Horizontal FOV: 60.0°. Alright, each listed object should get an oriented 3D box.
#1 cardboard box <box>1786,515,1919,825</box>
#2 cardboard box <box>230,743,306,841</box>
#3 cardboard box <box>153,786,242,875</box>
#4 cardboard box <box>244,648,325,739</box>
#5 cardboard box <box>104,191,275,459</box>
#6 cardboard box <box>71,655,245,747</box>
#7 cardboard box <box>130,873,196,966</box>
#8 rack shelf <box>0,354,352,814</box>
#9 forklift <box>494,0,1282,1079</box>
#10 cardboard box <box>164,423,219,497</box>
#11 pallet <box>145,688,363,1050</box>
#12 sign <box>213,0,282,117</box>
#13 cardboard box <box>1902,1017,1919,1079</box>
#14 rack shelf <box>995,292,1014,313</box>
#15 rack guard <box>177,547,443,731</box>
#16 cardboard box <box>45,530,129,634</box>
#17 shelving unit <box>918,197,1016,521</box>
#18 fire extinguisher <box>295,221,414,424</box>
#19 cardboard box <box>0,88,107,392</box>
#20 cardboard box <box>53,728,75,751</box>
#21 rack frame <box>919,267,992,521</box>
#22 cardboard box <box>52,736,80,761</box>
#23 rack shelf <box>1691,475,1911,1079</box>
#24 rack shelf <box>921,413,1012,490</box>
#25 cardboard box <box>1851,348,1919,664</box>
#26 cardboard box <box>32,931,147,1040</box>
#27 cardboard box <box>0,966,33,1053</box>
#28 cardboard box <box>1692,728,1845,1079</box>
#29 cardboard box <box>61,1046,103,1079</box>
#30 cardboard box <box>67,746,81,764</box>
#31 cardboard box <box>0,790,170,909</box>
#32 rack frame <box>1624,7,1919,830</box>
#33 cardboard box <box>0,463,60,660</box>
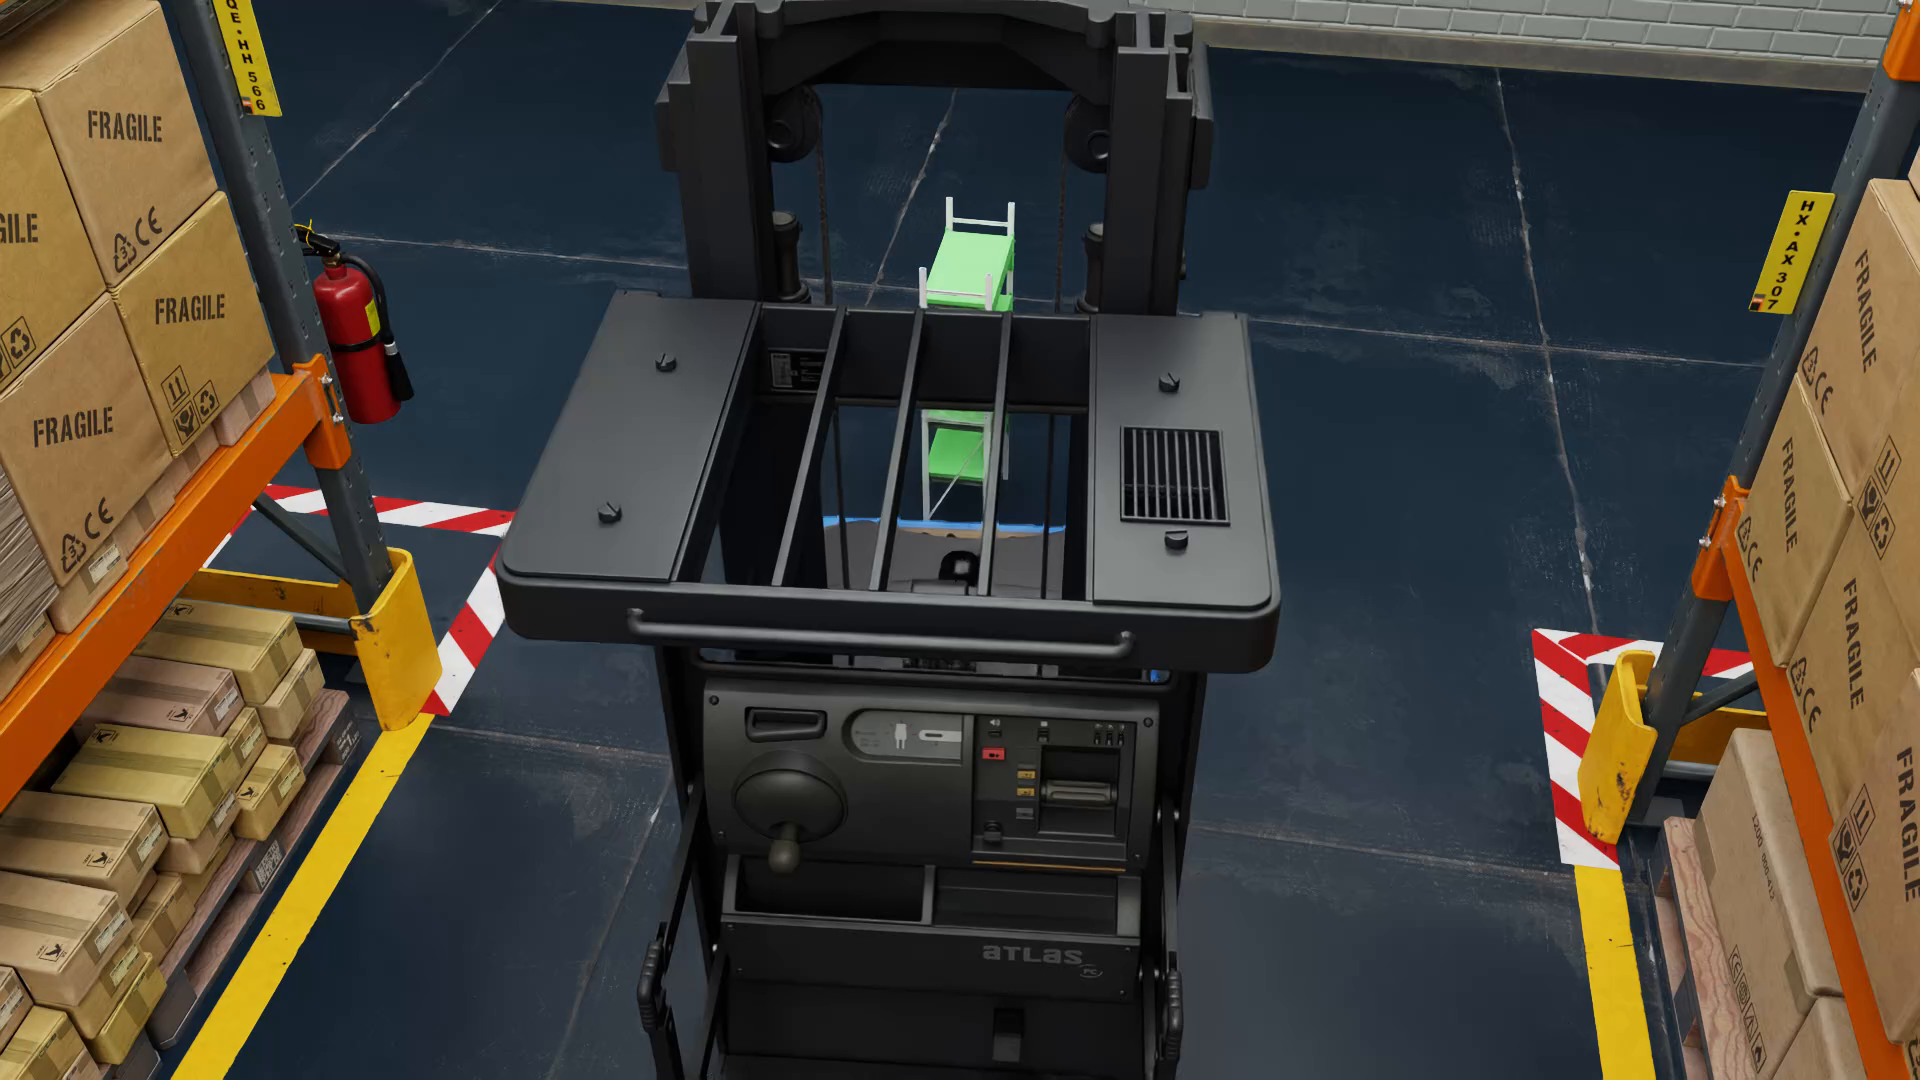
[{"bbox_3d":[2.110,0.295,3.460,0.500,0.500,0.500,6,40,7],"label":"cardboard box"},{"bbox_3d":[-2.187,0.724,4.928,0.380,0.149,0.250,8,40,9],"label":"cardboard box"},{"bbox_3d":[-2.255,0.773,4.636,0.380,0.149,0.250,5,40,6],"label":"cardboard box"},{"bbox_3d":[-2.167,0.446,5.031,0.380,0.149,0.250,5,40,6],"label":"cardboard box"},{"bbox_3d":[-2.181,-0.581,4.287,0.500,0.500,0.500,7,40,9],"label":"cardboard box"},{"bbox_3d":[-2.299,0.480,4.756,0.380,0.149,0.250,7,40,9],"label":"cardboard box"},{"bbox_3d":[-2.348,1.037,4.550,0.380,0.149,0.250,7,40,8],"label":"cardboard box"},{"bbox_3d":[-2.703,0.794,3.500,1.077,0.370,4.000,6,40,8],"label":"rack shelf"},{"bbox_3d":[-0.076,0.578,3.251,1.130,2.935,3.031,3,40,3],"label":"forklift"},{"bbox_3d":[-2.215,-0.254,4.400,0.380,0.149,0.250,6,40,8],"label":"cardboard box"},{"bbox_3d":[-2.545,0.890,5.008,1.003,0.211,1.213,6,40,8],"label":"pallet"},{"bbox_3d":[-1.814,-1.233,4.231,0.100,0.325,0.005,6,40,8],"label":"sign"},{"bbox_3d":[1.934,0.929,2.694,0.500,0.500,0.500,8,40,9],"label":"cardboard box"},{"bbox_3d":[0.029,-0.702,5.881,0.258,0.148,0.480,6,40,8],"label":"rack shelf"},{"bbox_3d":[-2.370,0.272,5.528,1.175,0.500,0.348,6,40,8],"label":"rack guard"},{"bbox_3d":[-2.265,0.068,4.011,0.380,0.149,0.250,7,40,9],"label":"cardboard box"},{"bbox_3d":[0.029,-0.566,5.993,0.258,1.200,0.503,6,40,8],"label":"shelving unit"},{"bbox_3d":[-1.859,-0.672,5.063,0.296,0.674,0.183,6,40,8],"label":"fire extinguisher"},{"bbox_3d":[-2.279,-0.645,3.579,0.500,0.500,0.500,5,40,6],"label":"cardboard box"},{"bbox_3d":[-2.711,0.447,4.797,0.380,0.149,0.250,7,40,8],"label":"cardboard box"},{"bbox_3d":[-0.014,-0.413,5.808,0.240,1.200,0.015,6,40,8],"label":"rack frame"},{"bbox_3d":[-2.803,0.550,4.905,0.380,0.149,0.250,6,40,7],"label":"cardboard box"},{"bbox_3d":[2.190,1.276,2.917,1.077,0.370,4.000,6,40,8],"label":"rack shelf"},{"bbox_3d":[0.029,-0.332,6.187,0.258,0.148,0.480,6,40,8],"label":"rack shelf"},{"bbox_3d":[2.090,-0.085,3.136,0.500,0.500,0.500,5,40,6],"label":"cardboard box"},{"bbox_3d":[-2.332,1.099,4.241,0.380,0.149,0.250,7,40,8],"label":"cardboard box"},{"bbox_3d":[-2.472,1.140,3.957,0.380,0.149,0.250,5,40,6],"label":"cardboard box"},{"bbox_3d":[2.520,0.995,4.374,0.875,0.438,0.875,5,40,6],"label":"cardboard box"},{"bbox_3d":[-2.397,1.373,4.143,0.380,0.149,0.250,7,40,9],"label":"cardboard box"},{"bbox_3d":[-2.727,0.665,4.999,0.380,0.149,0.250,6,40,7],"label":"cardboard box"},{"bbox_3d":[-2.326,0.813,4.354,0.380,0.149,0.250,5,40,6],"label":"cardboard box"},{"bbox_3d":[2.536,-0.256,4.206,1.000,3.000,0.127,6,40,8],"label":"rack frame"},{"bbox_3d":[-2.354,0.060,3.511,0.500,0.500,0.500,7,40,8],"label":"cardboard box"}]
